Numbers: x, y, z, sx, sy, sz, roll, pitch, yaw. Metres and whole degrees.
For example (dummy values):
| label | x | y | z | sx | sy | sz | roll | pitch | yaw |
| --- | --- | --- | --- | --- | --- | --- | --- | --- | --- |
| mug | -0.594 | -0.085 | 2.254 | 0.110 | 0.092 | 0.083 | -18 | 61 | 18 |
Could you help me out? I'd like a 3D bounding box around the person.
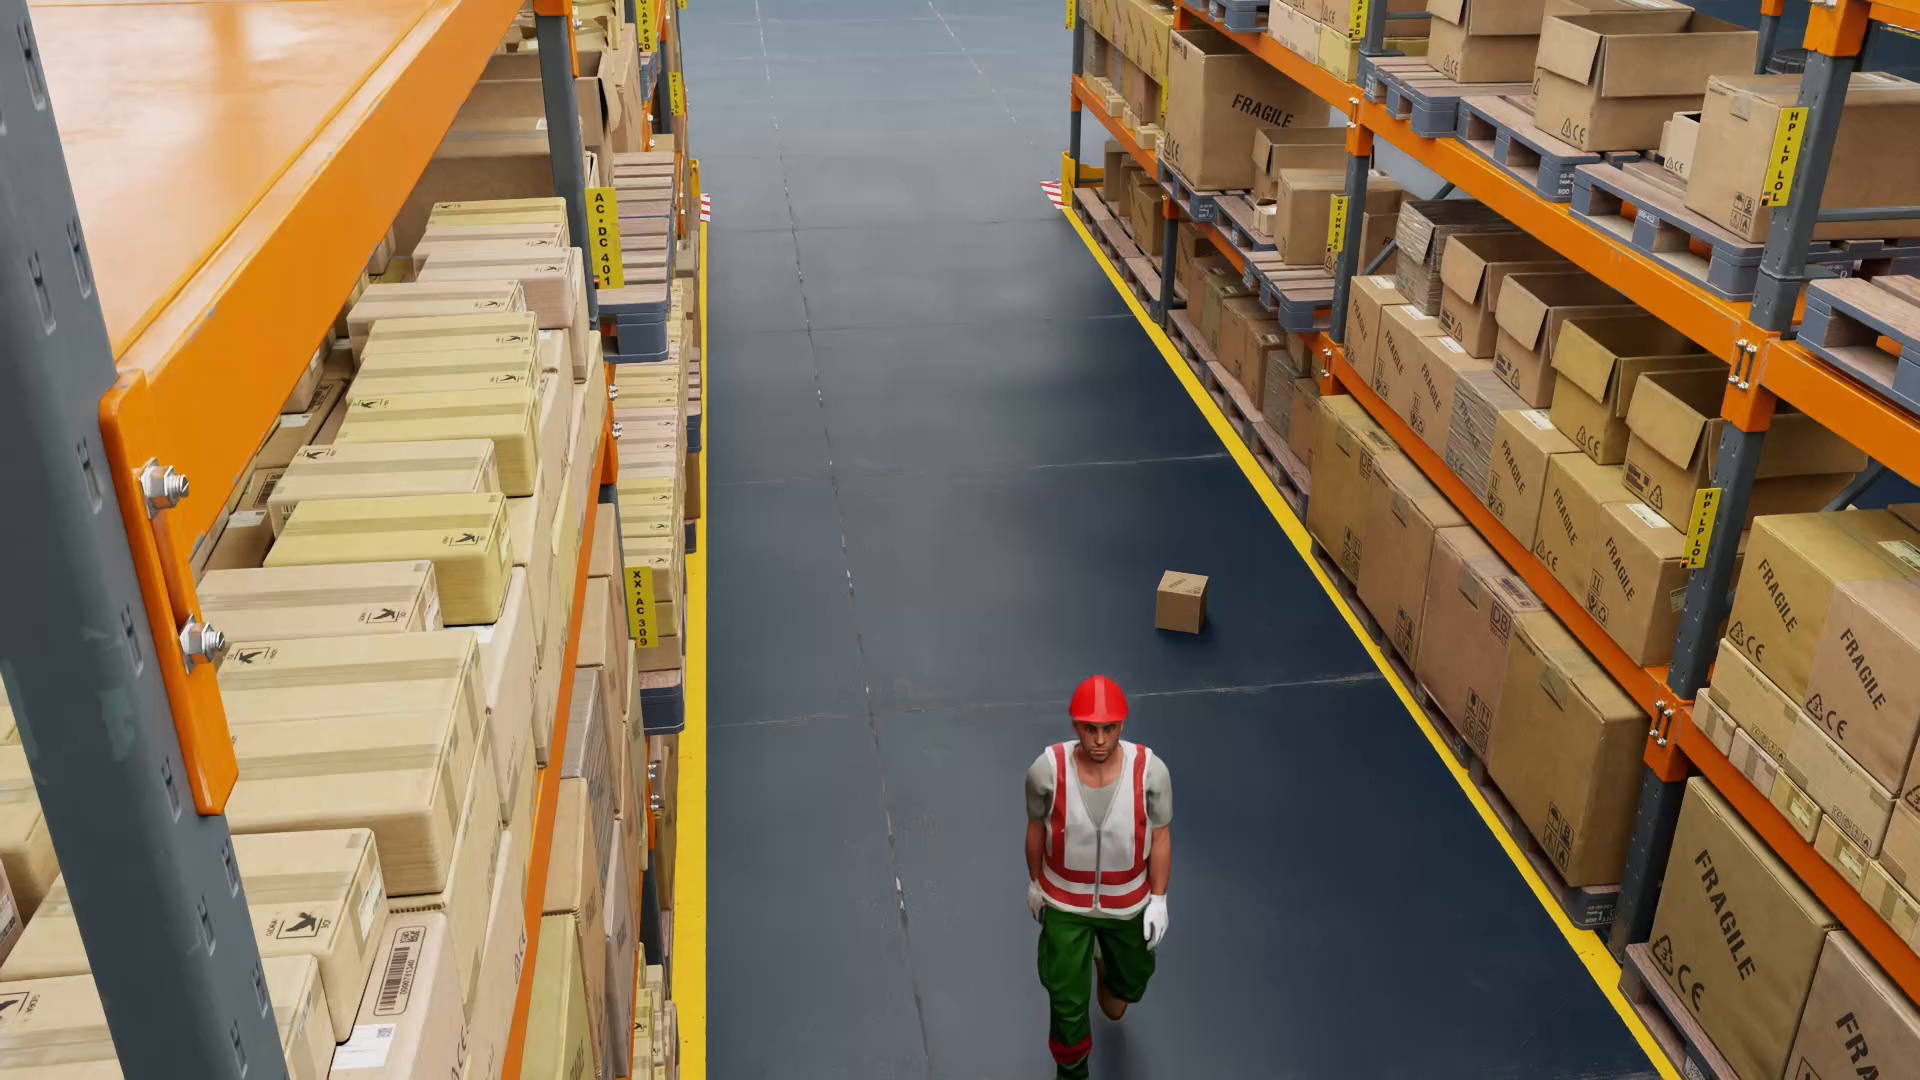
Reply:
| label | x | y | z | sx | sy | sz | roll | pitch | yaw |
| --- | --- | --- | --- | --- | --- | --- | --- | --- | --- |
| person | 0.495 | 1.273 | 6.066 | 0.531 | 1.768 | 0.842 | 0 | 27 | 1 |
